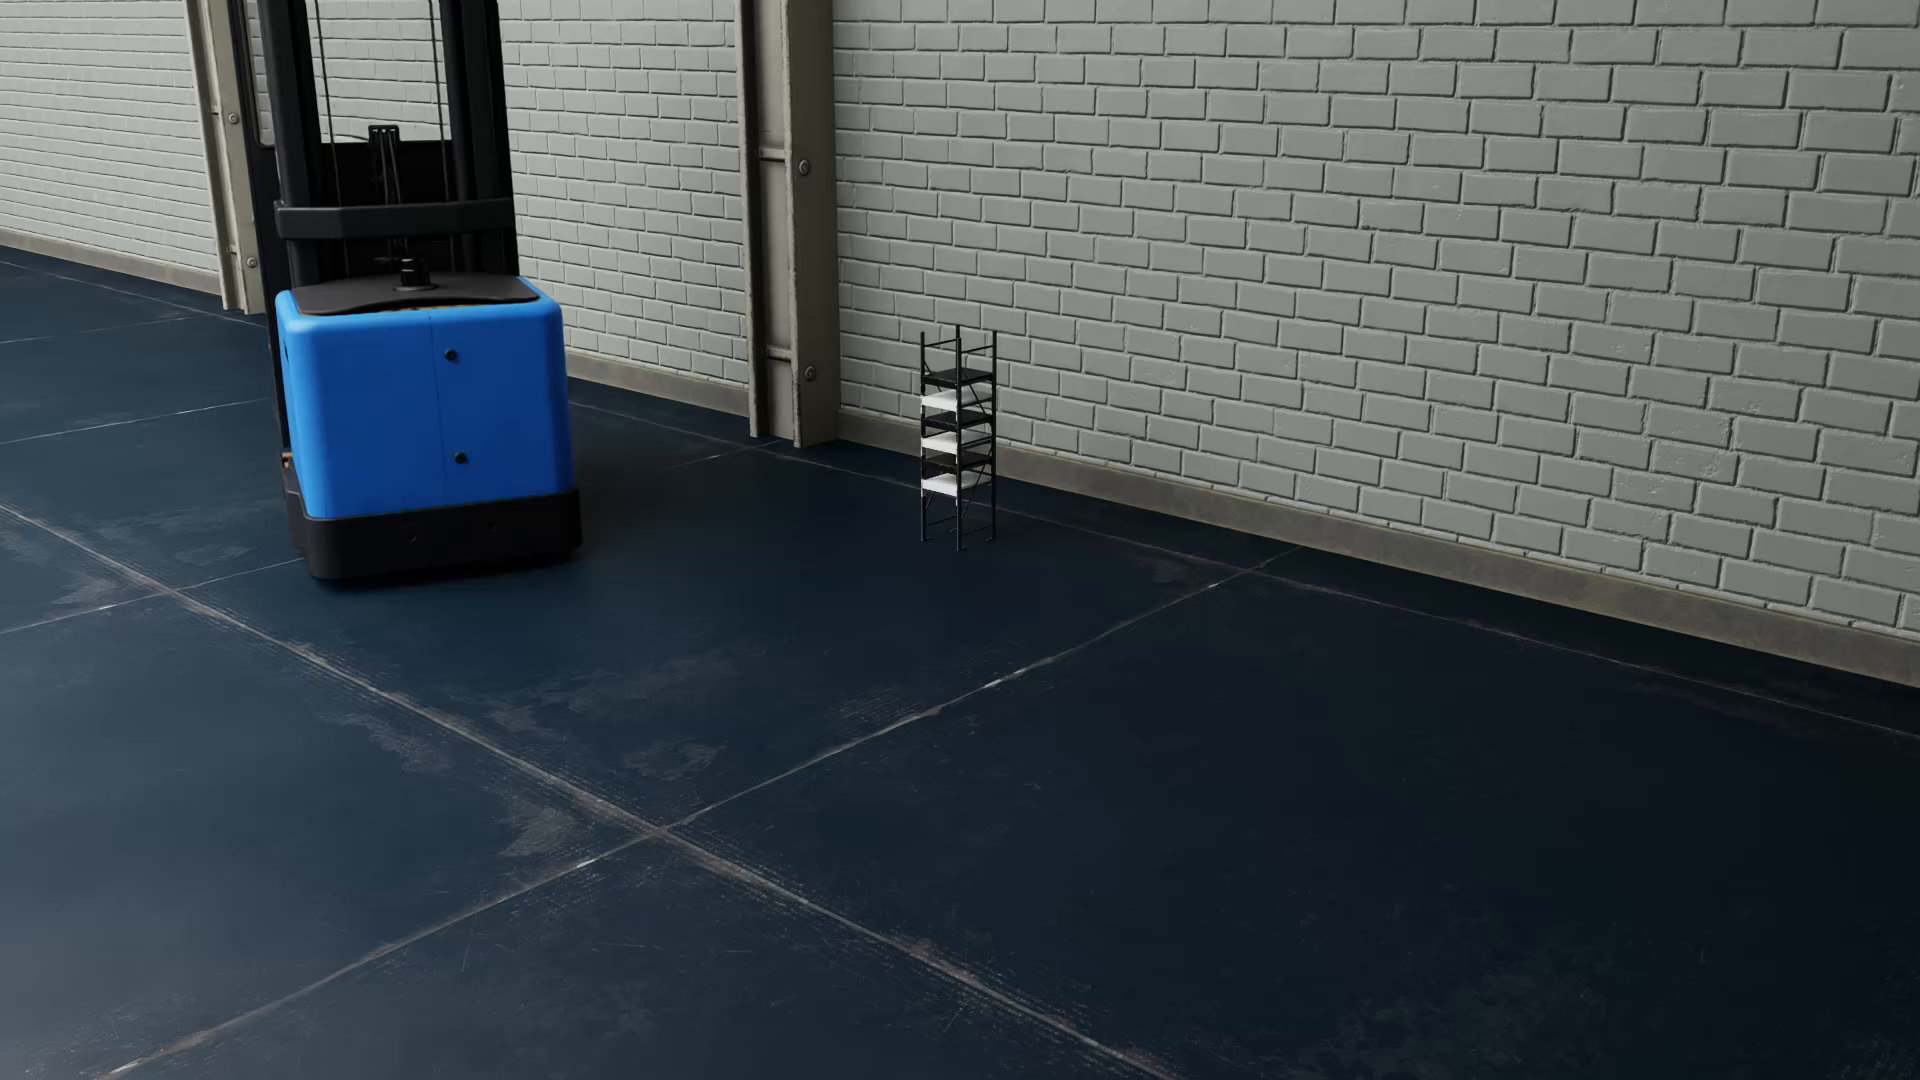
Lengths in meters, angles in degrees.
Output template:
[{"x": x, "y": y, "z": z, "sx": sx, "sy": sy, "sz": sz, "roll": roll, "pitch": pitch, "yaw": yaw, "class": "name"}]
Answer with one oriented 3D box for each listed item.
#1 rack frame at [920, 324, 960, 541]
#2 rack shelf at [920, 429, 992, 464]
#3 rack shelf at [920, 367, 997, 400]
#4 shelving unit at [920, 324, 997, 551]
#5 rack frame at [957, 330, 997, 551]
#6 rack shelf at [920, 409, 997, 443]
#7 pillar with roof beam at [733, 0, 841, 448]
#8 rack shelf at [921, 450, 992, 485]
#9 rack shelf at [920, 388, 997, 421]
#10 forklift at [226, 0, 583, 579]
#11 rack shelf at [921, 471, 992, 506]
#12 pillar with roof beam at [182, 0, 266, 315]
[{"x": -0.082, "y": -0.451, "z": 7.045, "sx": 0.006, "sy": 0.900, "sz": 0.240, "roll": 15, "pitch": 23, "yaw": 39, "class": "rack frame"}, {"x": -0.006, "y": -0.399, "z": 6.991, "sx": 0.200, "sy": 0.077, "sz": 0.258, "roll": 15, "pitch": 23, "yaw": 39, "class": "rack shelf"}, {"x": -0.006, "y": -0.656, "z": 6.909, "sx": 0.200, "sy": 0.077, "sz": 0.258, "roll": 15, "pitch": 23, "yaw": 39, "class": "rack shelf"}, {"x": -0.006, "y": -0.431, "z": 6.981, "sx": 0.210, "sy": 0.900, "sz": 0.258, "roll": 15, "pitch": 23, "yaw": 39, "class": "shelving unit"}, {"x": 0.070, "y": -0.410, "z": 6.916, "sx": 0.006, "sy": 0.900, "sz": 0.240, "roll": 15, "pitch": 23, "yaw": 39, "class": "rack frame"}, {"x": -0.006, "y": -0.485, "z": 6.964, "sx": 0.200, "sy": 0.077, "sz": 0.258, "roll": 15, "pitch": 23, "yaw": 39, "class": "rack shelf"}, {"x": -3.729, "y": -3.867, "z": 4.419, "sx": 0.400, "sy": 9.000, "sz": 9.100, "roll": 15, "pitch": 23, "yaw": 39, "class": "pillar with roof beam"}, {"x": -0.006, "y": -0.313, "z": 7.018, "sx": 0.200, "sy": 0.077, "sz": 0.258, "roll": 15, "pitch": 23, "yaw": 39, "class": "rack shelf"}, {"x": -0.006, "y": -0.570, "z": 6.936, "sx": 0.200, "sy": 0.077, "sz": 0.258, "roll": 15, "pitch": 23, "yaw": 39, "class": "rack shelf"}, {"x": -2.616, "y": -1.649, "z": 7.462, "sx": 1.130, "sy": 2.935, "sz": 3.031, "roll": -8, "pitch": 19, "yaw": -23, "class": "forklift"}, {"x": -0.006, "y": -0.227, "z": 7.045, "sx": 0.200, "sy": 0.077, "sz": 0.258, "roll": 15, "pitch": 23, "yaw": 39, "class": "rack shelf"}, {"x": -8.217, "y": -5.071, "z": 8.215, "sx": 0.400, "sy": 9.000, "sz": 9.100, "roll": 15, "pitch": 23, "yaw": 39, "class": "pillar with roof beam"}]
